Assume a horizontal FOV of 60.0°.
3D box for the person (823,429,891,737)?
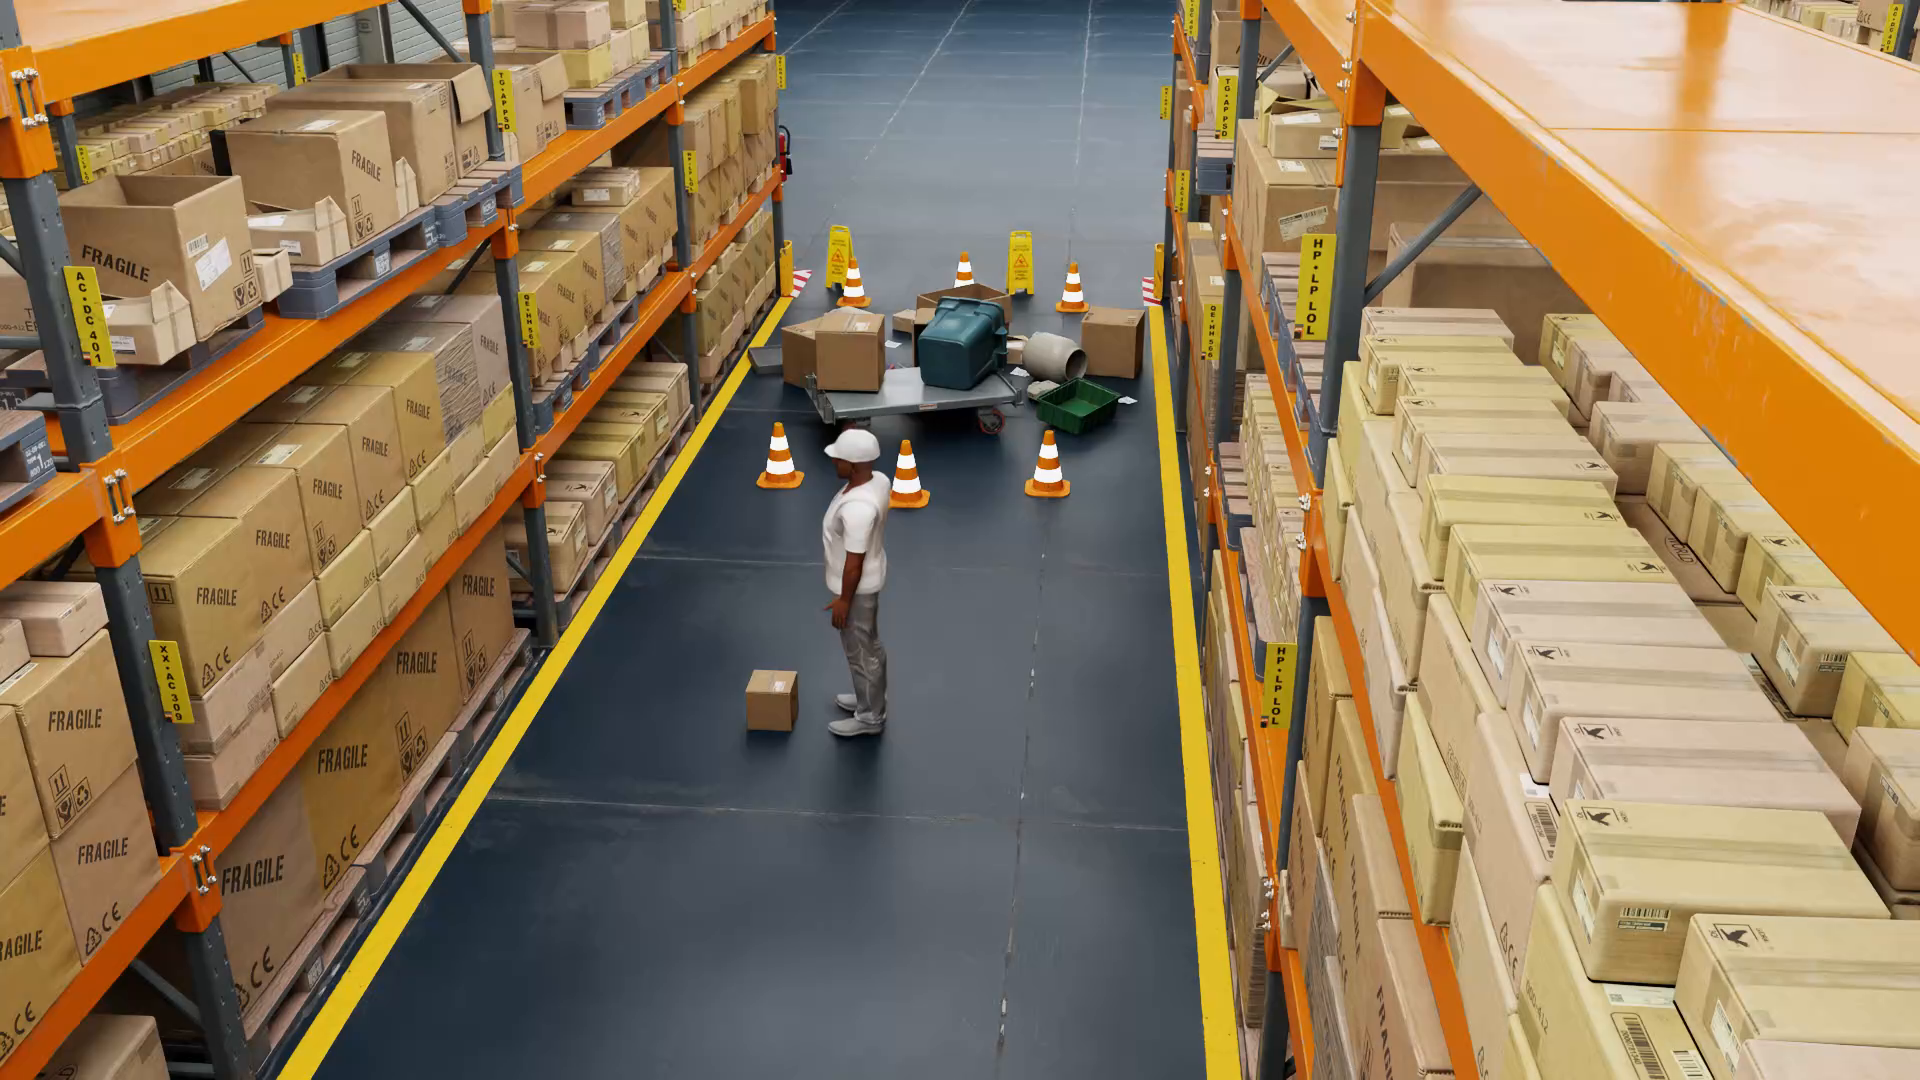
[{"bbox_3d":[-0.562,0.228,9.050,0.355,1.766,0.568,2,24,5],"label":"person"}]
